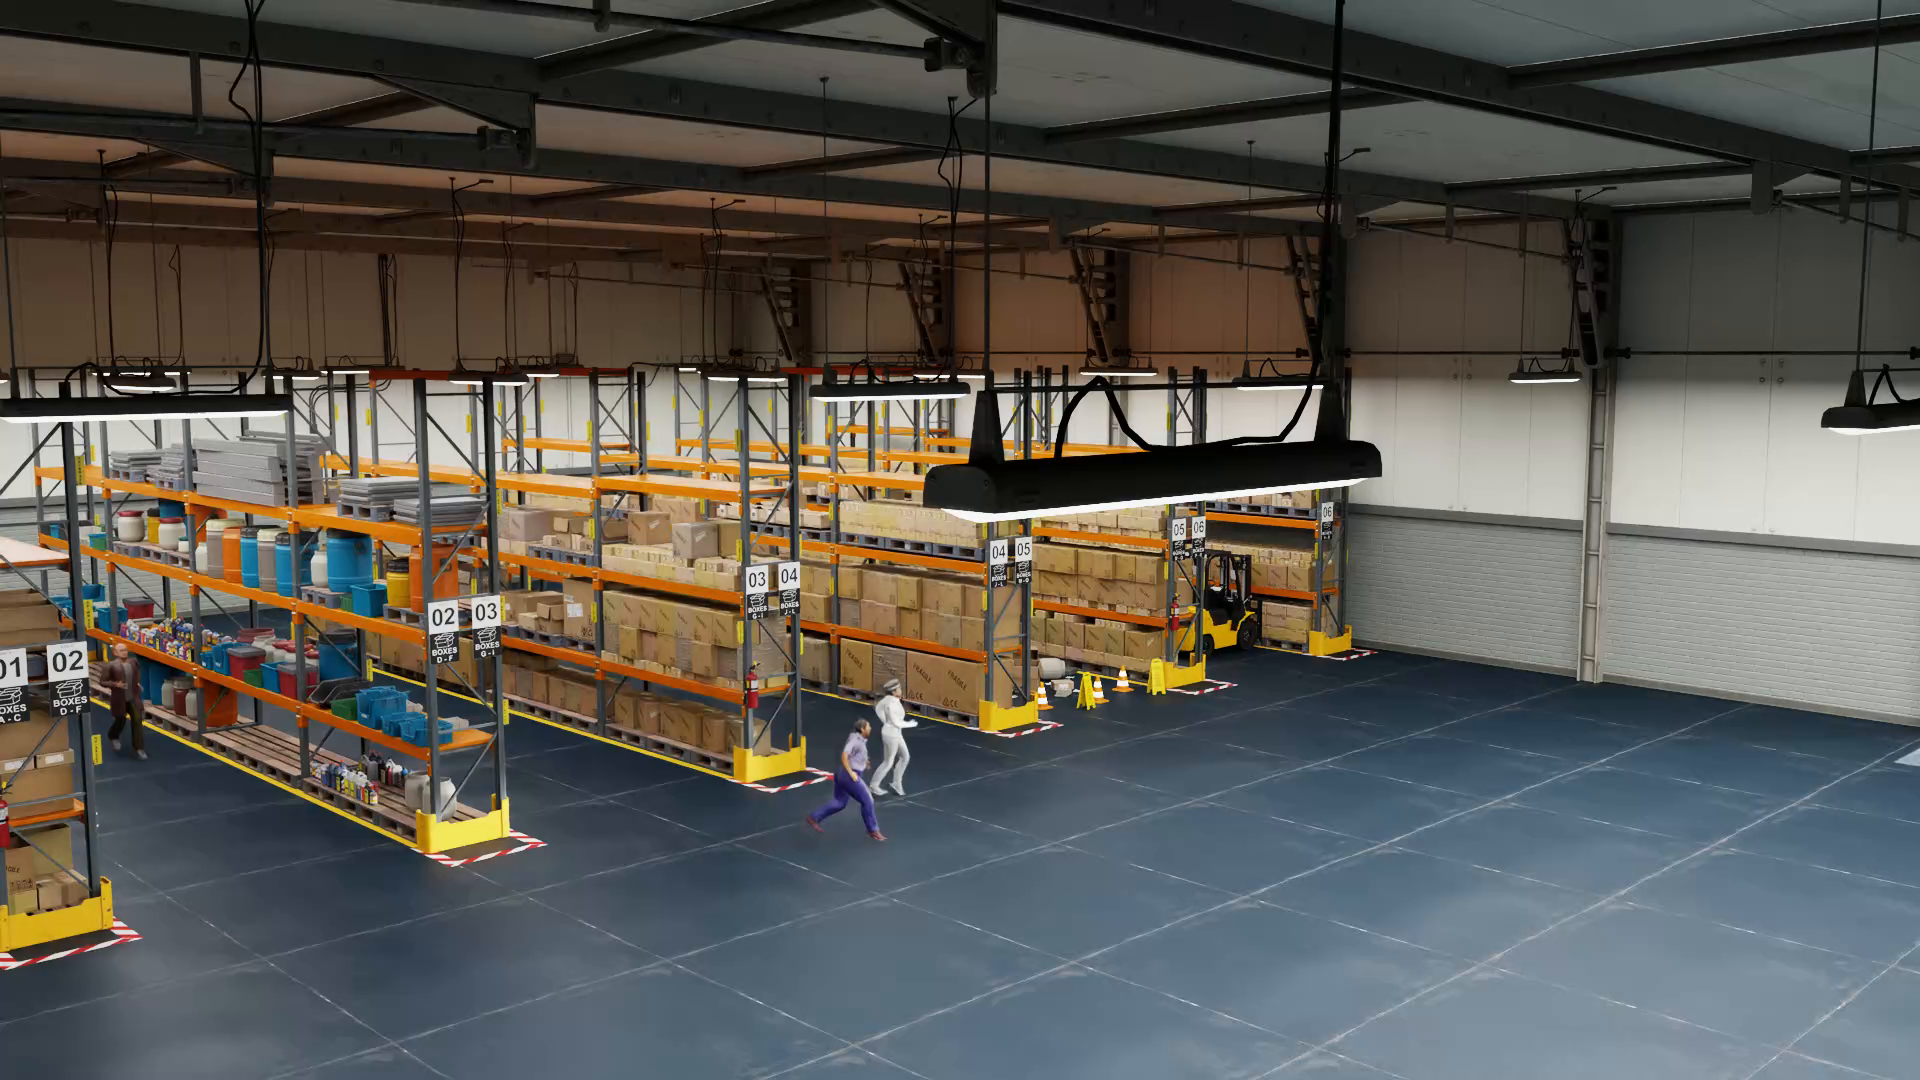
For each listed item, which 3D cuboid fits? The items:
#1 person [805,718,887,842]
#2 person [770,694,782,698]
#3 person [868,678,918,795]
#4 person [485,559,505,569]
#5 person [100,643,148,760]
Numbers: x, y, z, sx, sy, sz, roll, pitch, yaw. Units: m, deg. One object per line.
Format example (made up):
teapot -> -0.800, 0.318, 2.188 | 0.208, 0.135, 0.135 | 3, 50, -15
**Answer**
person -> -1.471, 3.127, 21.487 | 1.062, 1.636, 0.609 | -2, 7, -15
person -> -3.651, 2.007, 30.672 | 0.966, 1.741, 0.713 | 6, 9, 42
person -> -0.966, 2.838, 23.728 | 0.719, 1.758, 0.628 | -1, 6, -5
person -> -11.335, 0.974, 40.076 | 0.622, 1.629, 0.957 | 6, 9, 42
person -> -13.080, 2.504, 26.021 | 1.048, 1.798, 0.704 | 6, 8, 40
